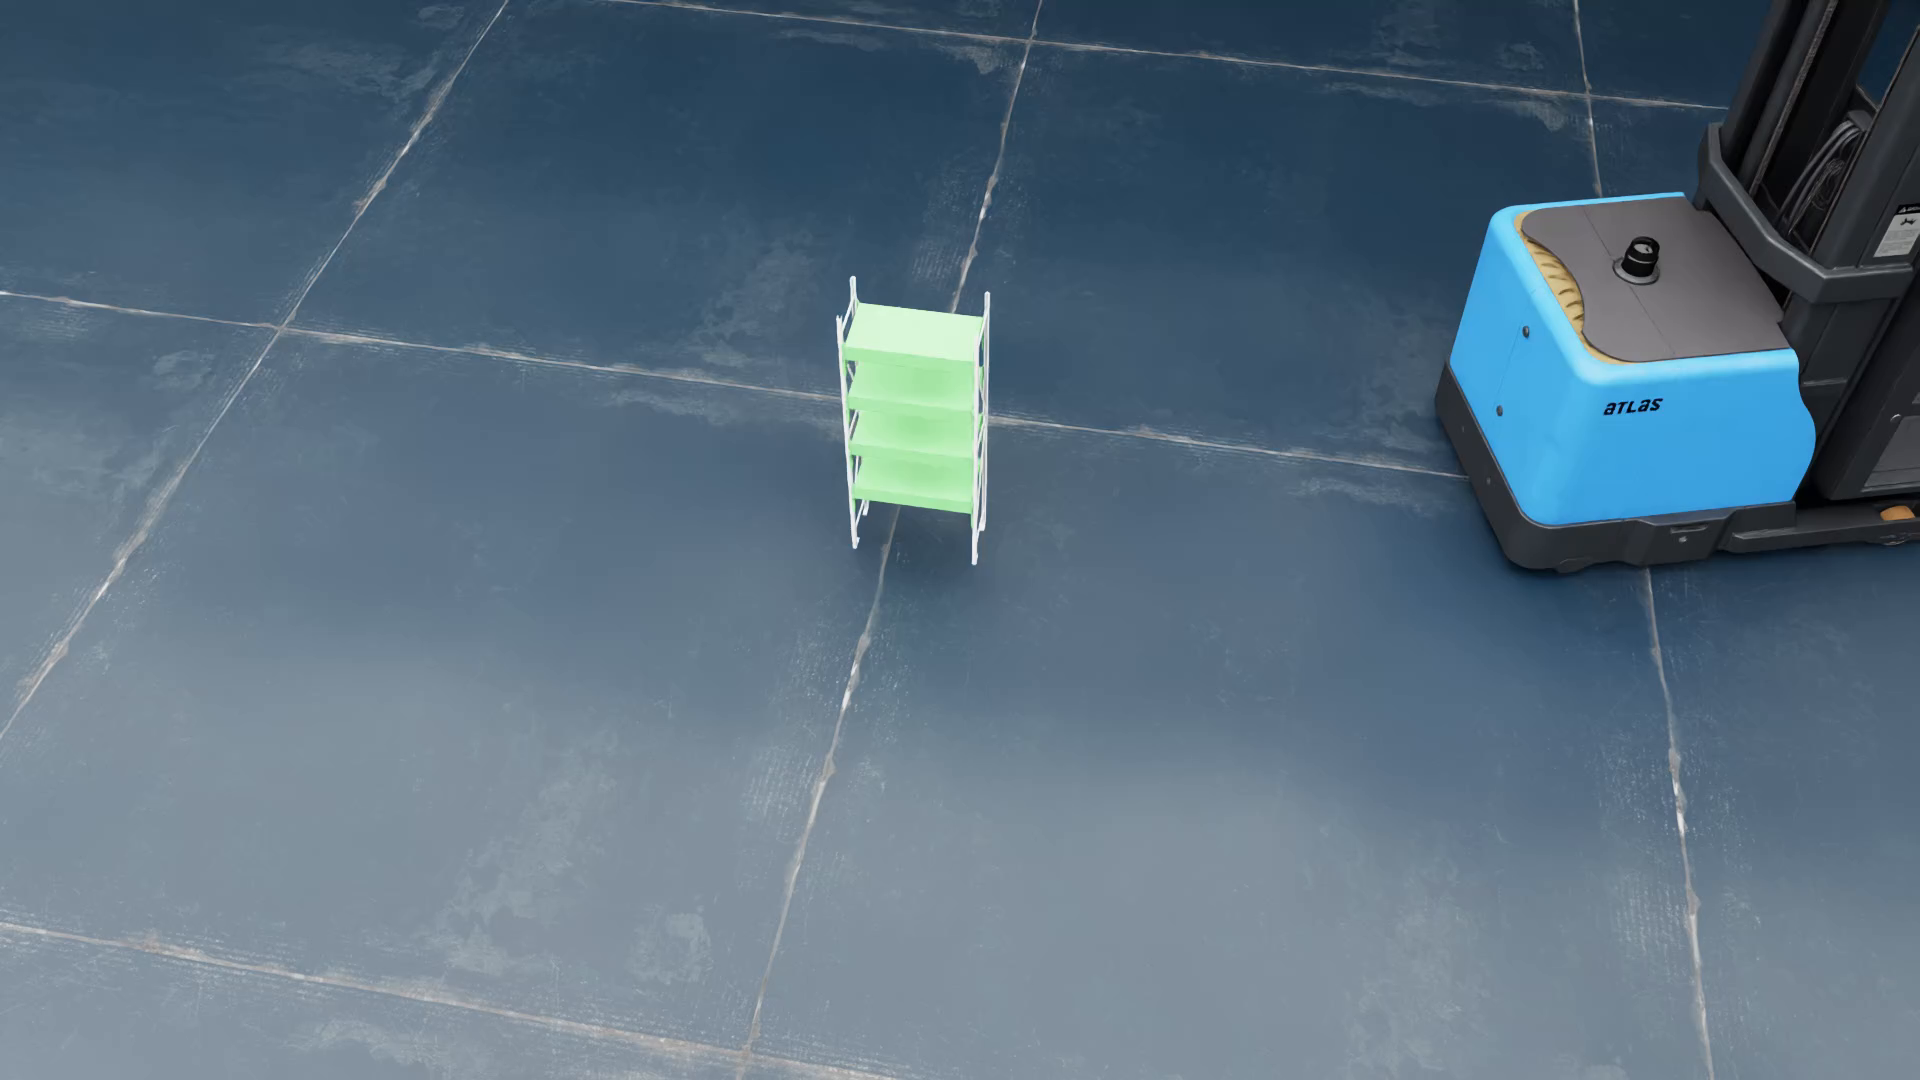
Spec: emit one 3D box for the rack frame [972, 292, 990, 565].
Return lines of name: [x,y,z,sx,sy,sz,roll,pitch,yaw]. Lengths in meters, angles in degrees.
rack frame: [0.077,-0.391,6.266,0.015,1.200,0.240,8,49,7]

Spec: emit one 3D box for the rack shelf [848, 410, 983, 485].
rack shelf: [-0.163,-0.380,6.343,0.480,0.148,0.258,8,49,7]

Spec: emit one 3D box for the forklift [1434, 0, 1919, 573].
forklift: [3.597,-1.346,5.961,3.031,2.935,1.130,-6,48,-5]

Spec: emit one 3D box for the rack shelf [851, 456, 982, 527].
rack shelf: [-0.163,-0.220,6.521,0.480,0.148,0.258,8,49,7]

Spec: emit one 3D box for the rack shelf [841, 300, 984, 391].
rack shelf: [-0.163,-0.701,5.986,0.480,0.148,0.258,8,49,7]

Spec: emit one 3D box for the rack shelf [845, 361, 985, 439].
rack shelf: [-0.163,-0.541,6.164,0.480,0.148,0.258,8,49,7]

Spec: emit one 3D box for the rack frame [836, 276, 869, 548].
rack frame: [-0.403,-0.455,6.324,0.015,1.200,0.240,8,49,7]

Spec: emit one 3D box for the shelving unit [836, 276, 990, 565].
shelving unit: [-0.163,-0.423,6.295,0.503,1.200,0.258,8,49,7]
